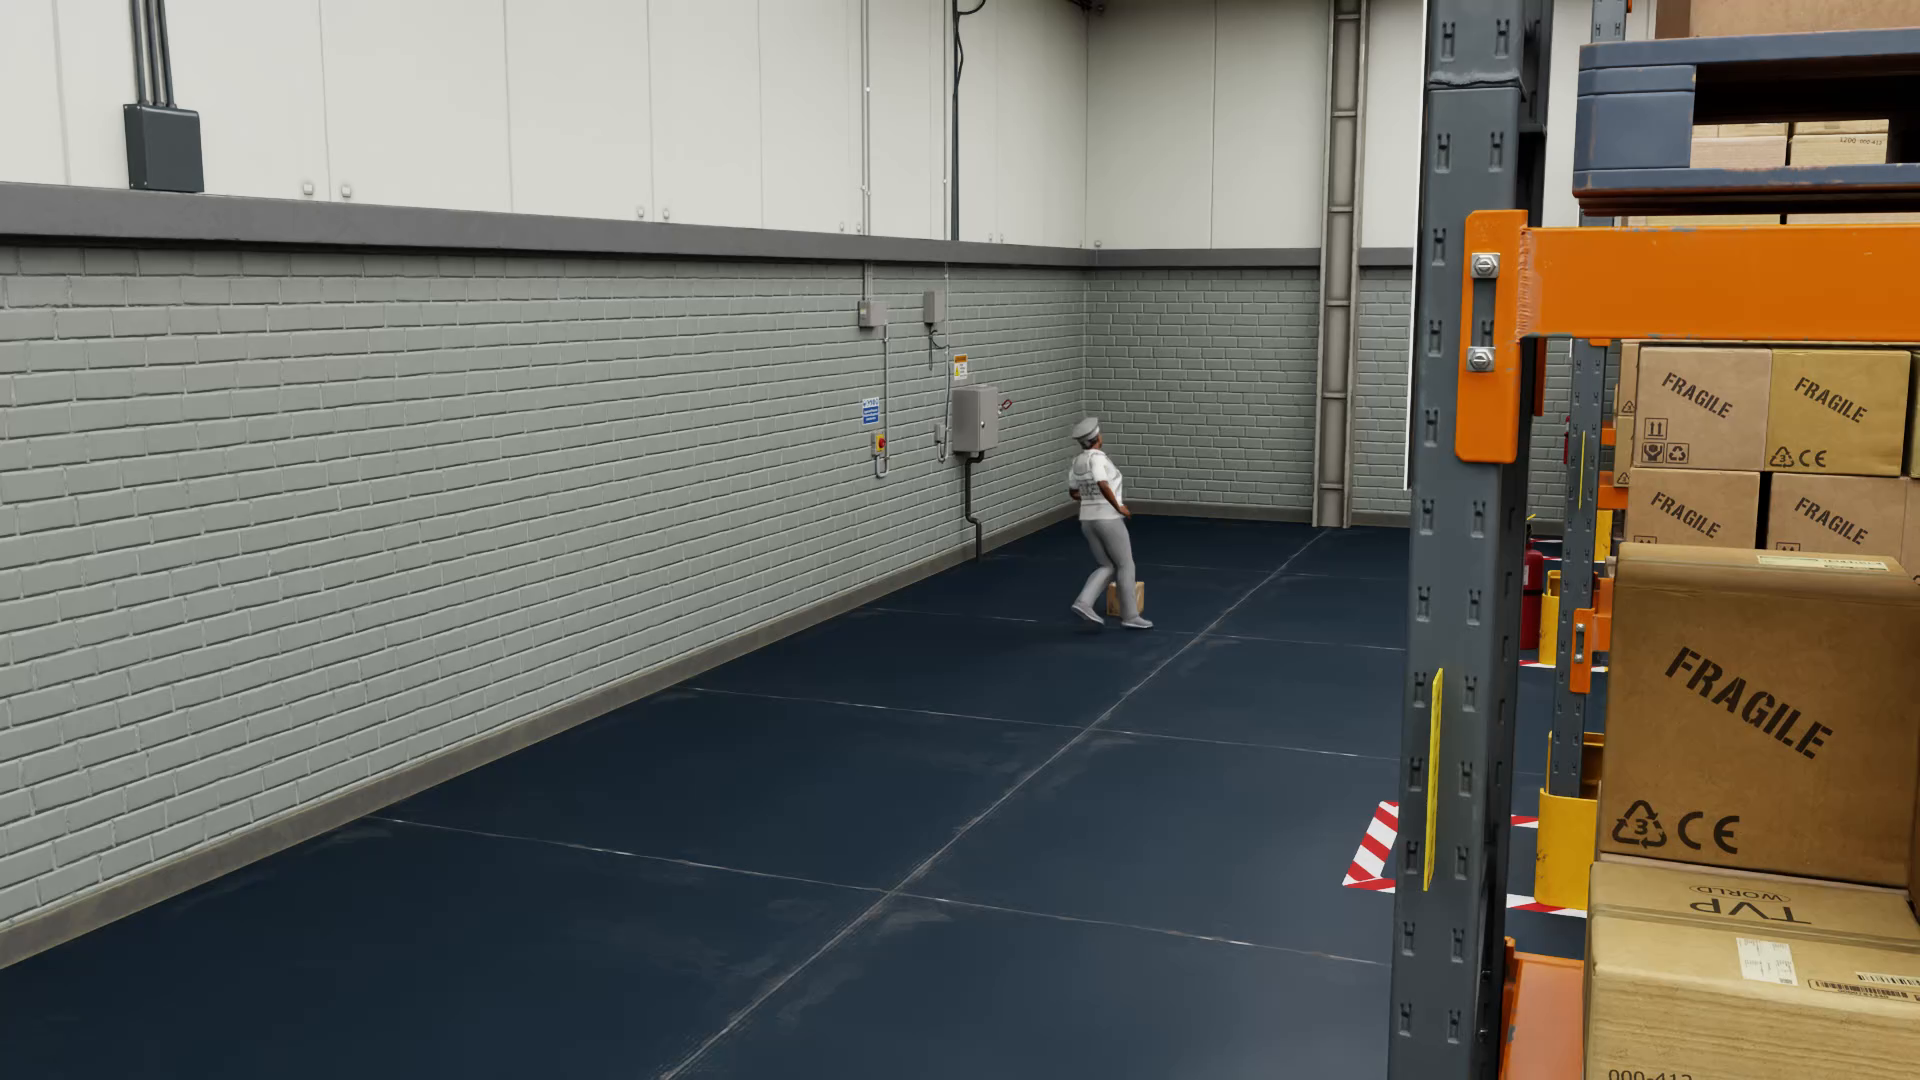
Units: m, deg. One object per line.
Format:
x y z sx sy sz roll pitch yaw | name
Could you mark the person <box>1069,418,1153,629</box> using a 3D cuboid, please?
1.132 -0.135 13.220 0.672 1.671 0.606 -5 10 -32 | person
